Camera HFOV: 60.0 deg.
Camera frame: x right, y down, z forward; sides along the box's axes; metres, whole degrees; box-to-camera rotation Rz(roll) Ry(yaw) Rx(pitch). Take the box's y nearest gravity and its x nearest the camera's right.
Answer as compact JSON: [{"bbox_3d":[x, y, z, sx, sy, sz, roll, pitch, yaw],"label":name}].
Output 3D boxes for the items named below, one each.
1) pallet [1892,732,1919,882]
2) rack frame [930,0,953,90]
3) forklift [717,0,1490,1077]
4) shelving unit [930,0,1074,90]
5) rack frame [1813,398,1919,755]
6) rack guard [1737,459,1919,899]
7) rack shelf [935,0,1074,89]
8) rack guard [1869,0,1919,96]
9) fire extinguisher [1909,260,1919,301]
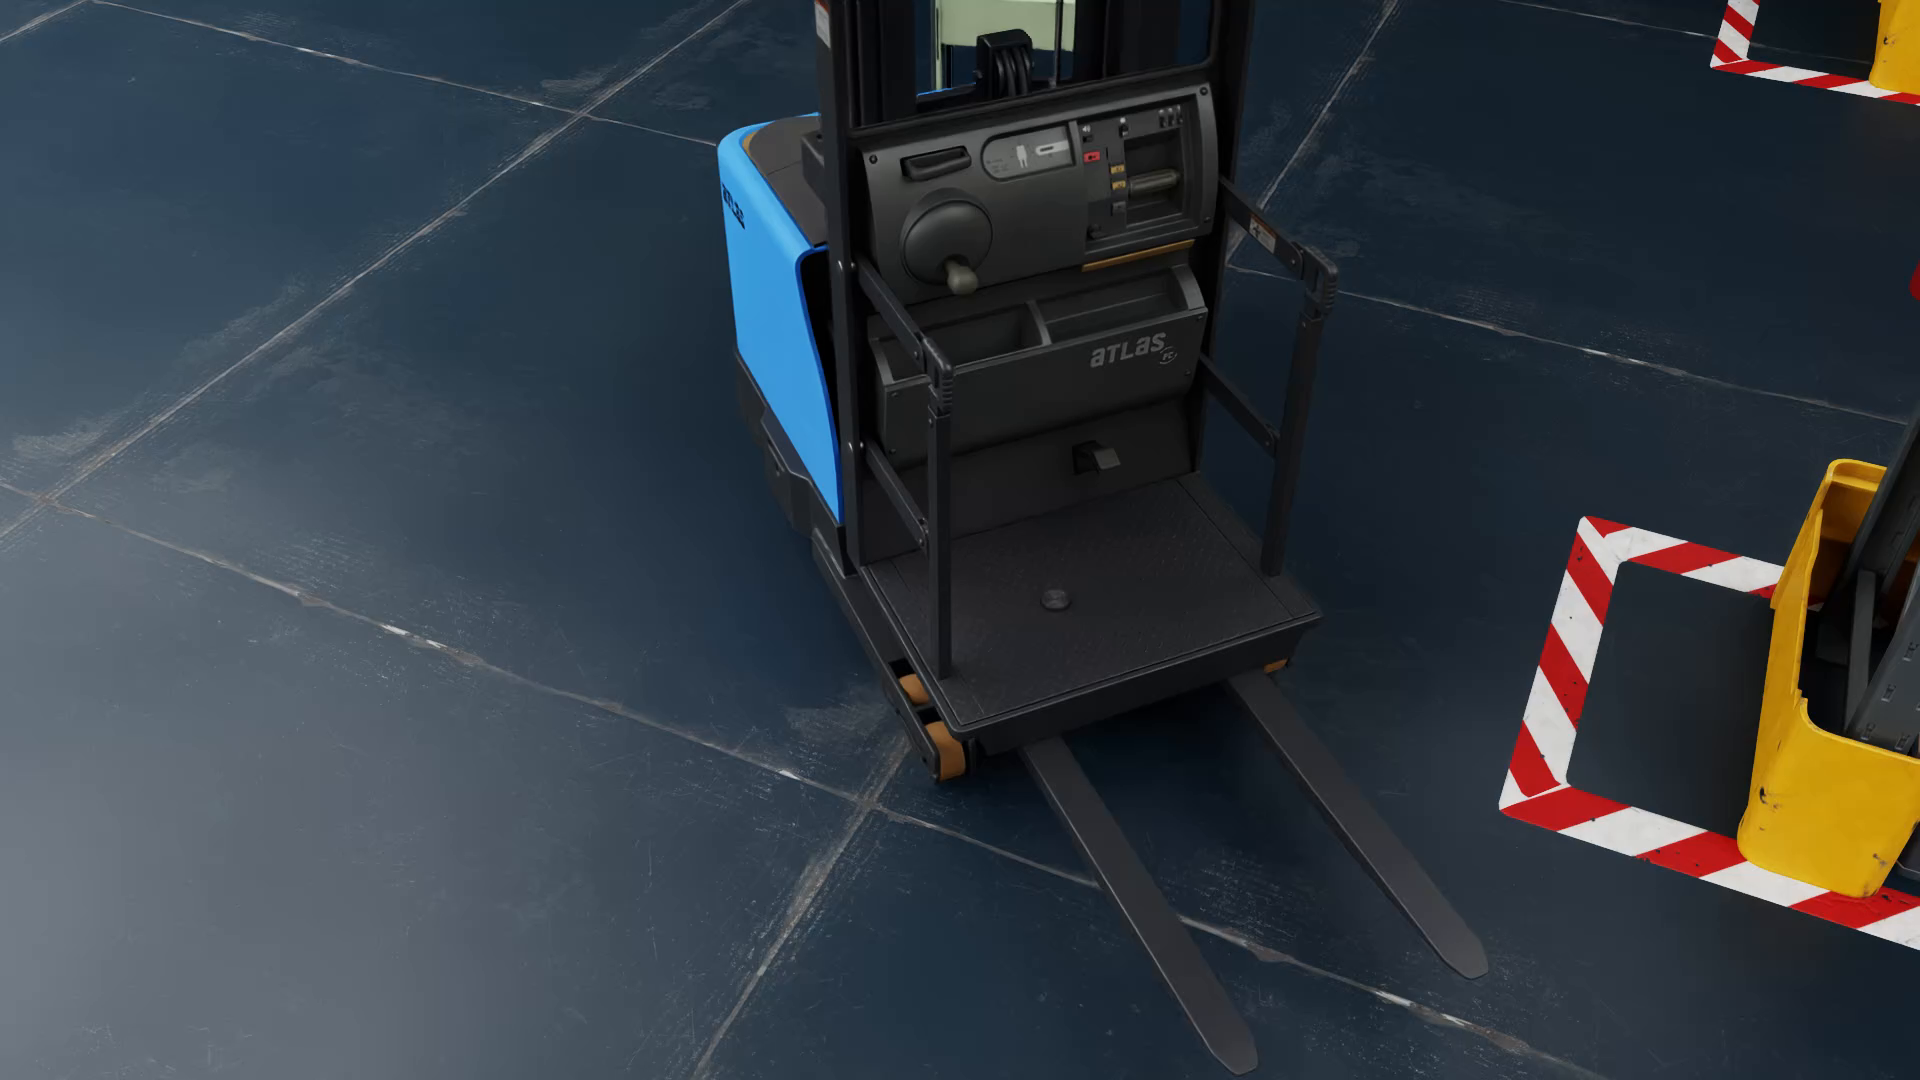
[{"bbox_3d":[3.138,0.640,4.350,1.213,0.211,1.003,17,44,19],"label":"pallet"},{"bbox_3d":[-0.061,-1.433,5.759,0.023,1.500,0.400,5,41,5],"label":"rack frame"},{"bbox_3d":[0.298,-0.781,3.913,1.130,2.935,3.031,-16,43,-18],"label":"forklift"},{"bbox_3d":[0.303,-1.404,5.725,0.755,1.500,0.431,5,41,5],"label":"shelving unit"},{"bbox_3d":[2.427,-0.601,3.653,0.127,3.000,1.000,17,44,19],"label":"rack frame"},{"bbox_3d":[2.405,0.337,4.479,0.348,0.500,1.175,17,44,19],"label":"rack guard"},{"bbox_3d":[0.303,-1.699,5.469,0.720,0.370,0.431,5,41,5],"label":"rack shelf"},{"bbox_3d":[4.587,-2.576,7.841,0.348,0.500,1.175,17,44,19],"label":"rack guard"},{"bbox_3d":[2.516,-0.880,4.034,0.183,0.674,0.296,17,44,19],"label":"fire extinguisher"}]
